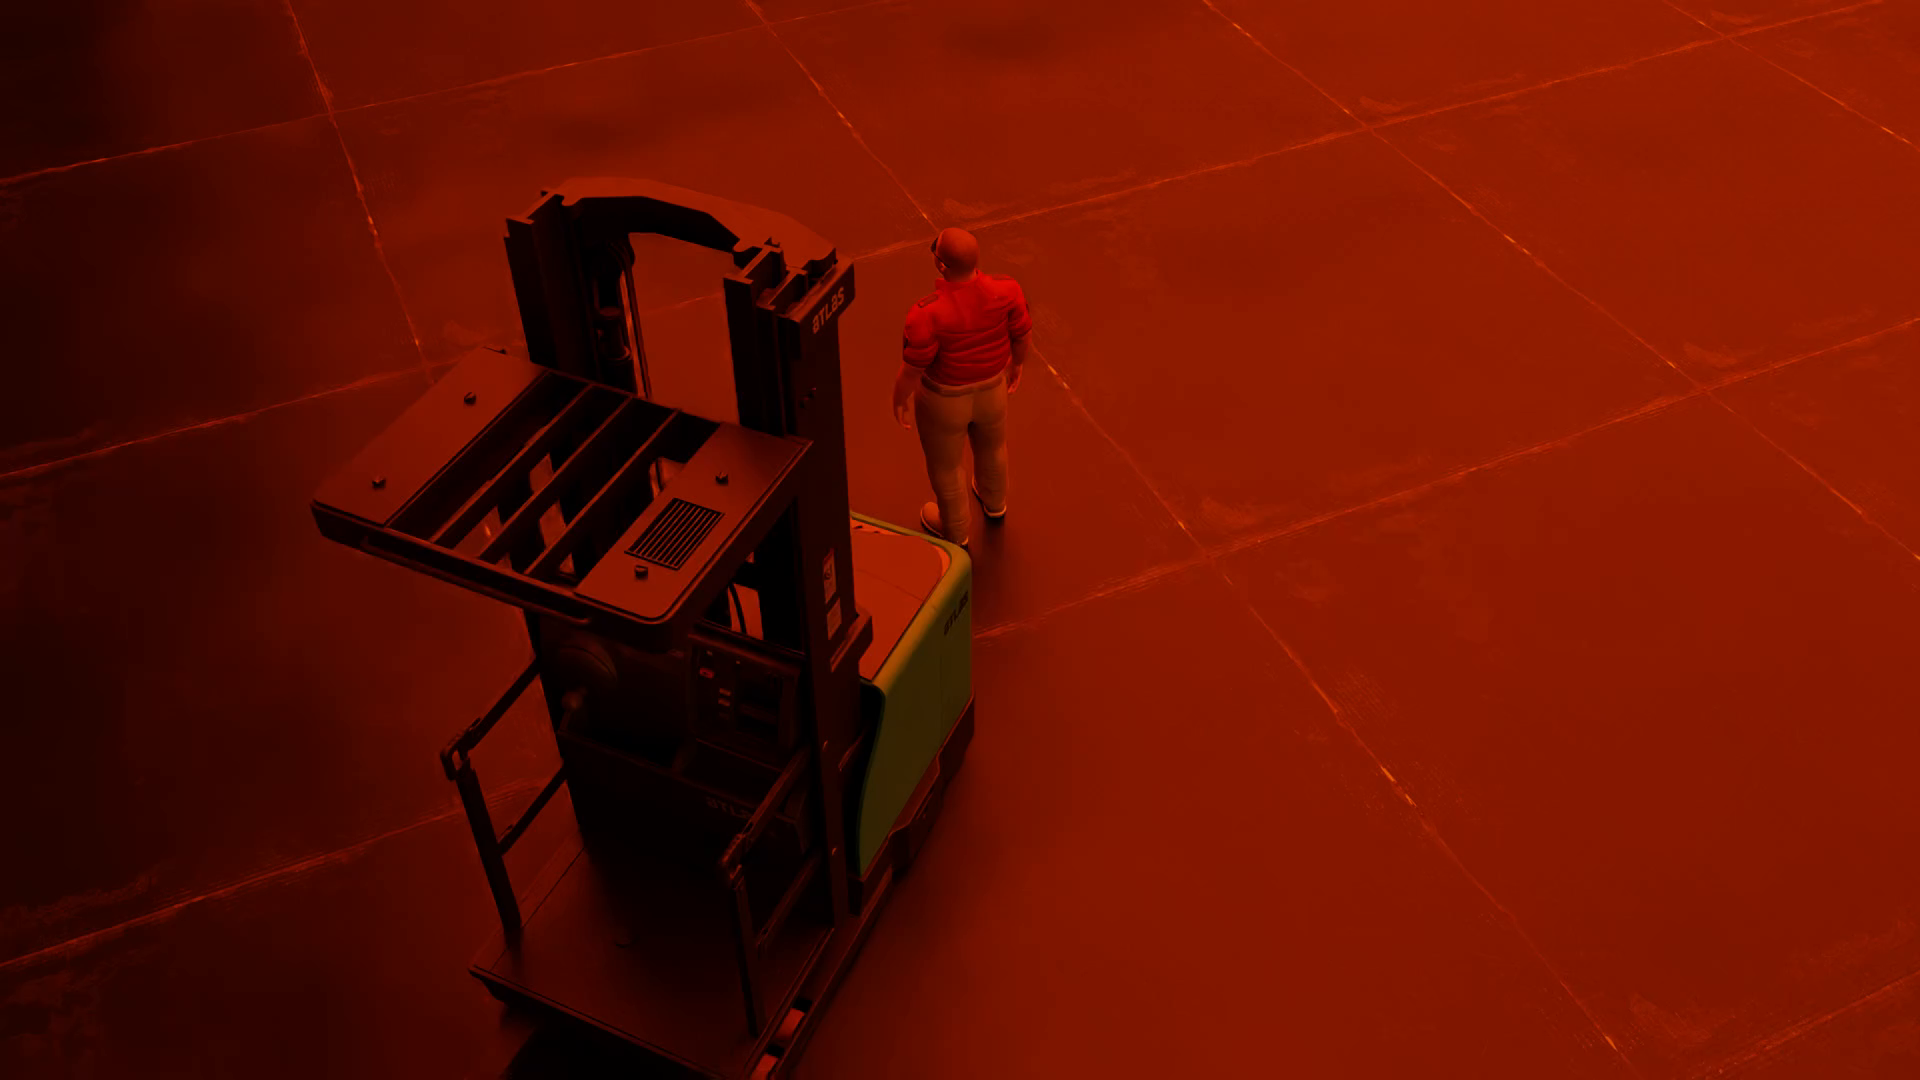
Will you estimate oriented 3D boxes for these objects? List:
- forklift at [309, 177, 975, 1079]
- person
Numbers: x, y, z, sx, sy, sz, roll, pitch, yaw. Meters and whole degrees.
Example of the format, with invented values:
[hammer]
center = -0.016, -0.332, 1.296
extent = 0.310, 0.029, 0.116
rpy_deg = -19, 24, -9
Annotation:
[forklift]
center = -1.014, 0.522, 5.121
extent = 1.130, 2.935, 3.031
rpy_deg = 17, 46, 18
[person]
center = -0.028, -0.696, 7.297
extent = 0.642, 1.728, 0.550
rpy_deg = -18, 46, -18
